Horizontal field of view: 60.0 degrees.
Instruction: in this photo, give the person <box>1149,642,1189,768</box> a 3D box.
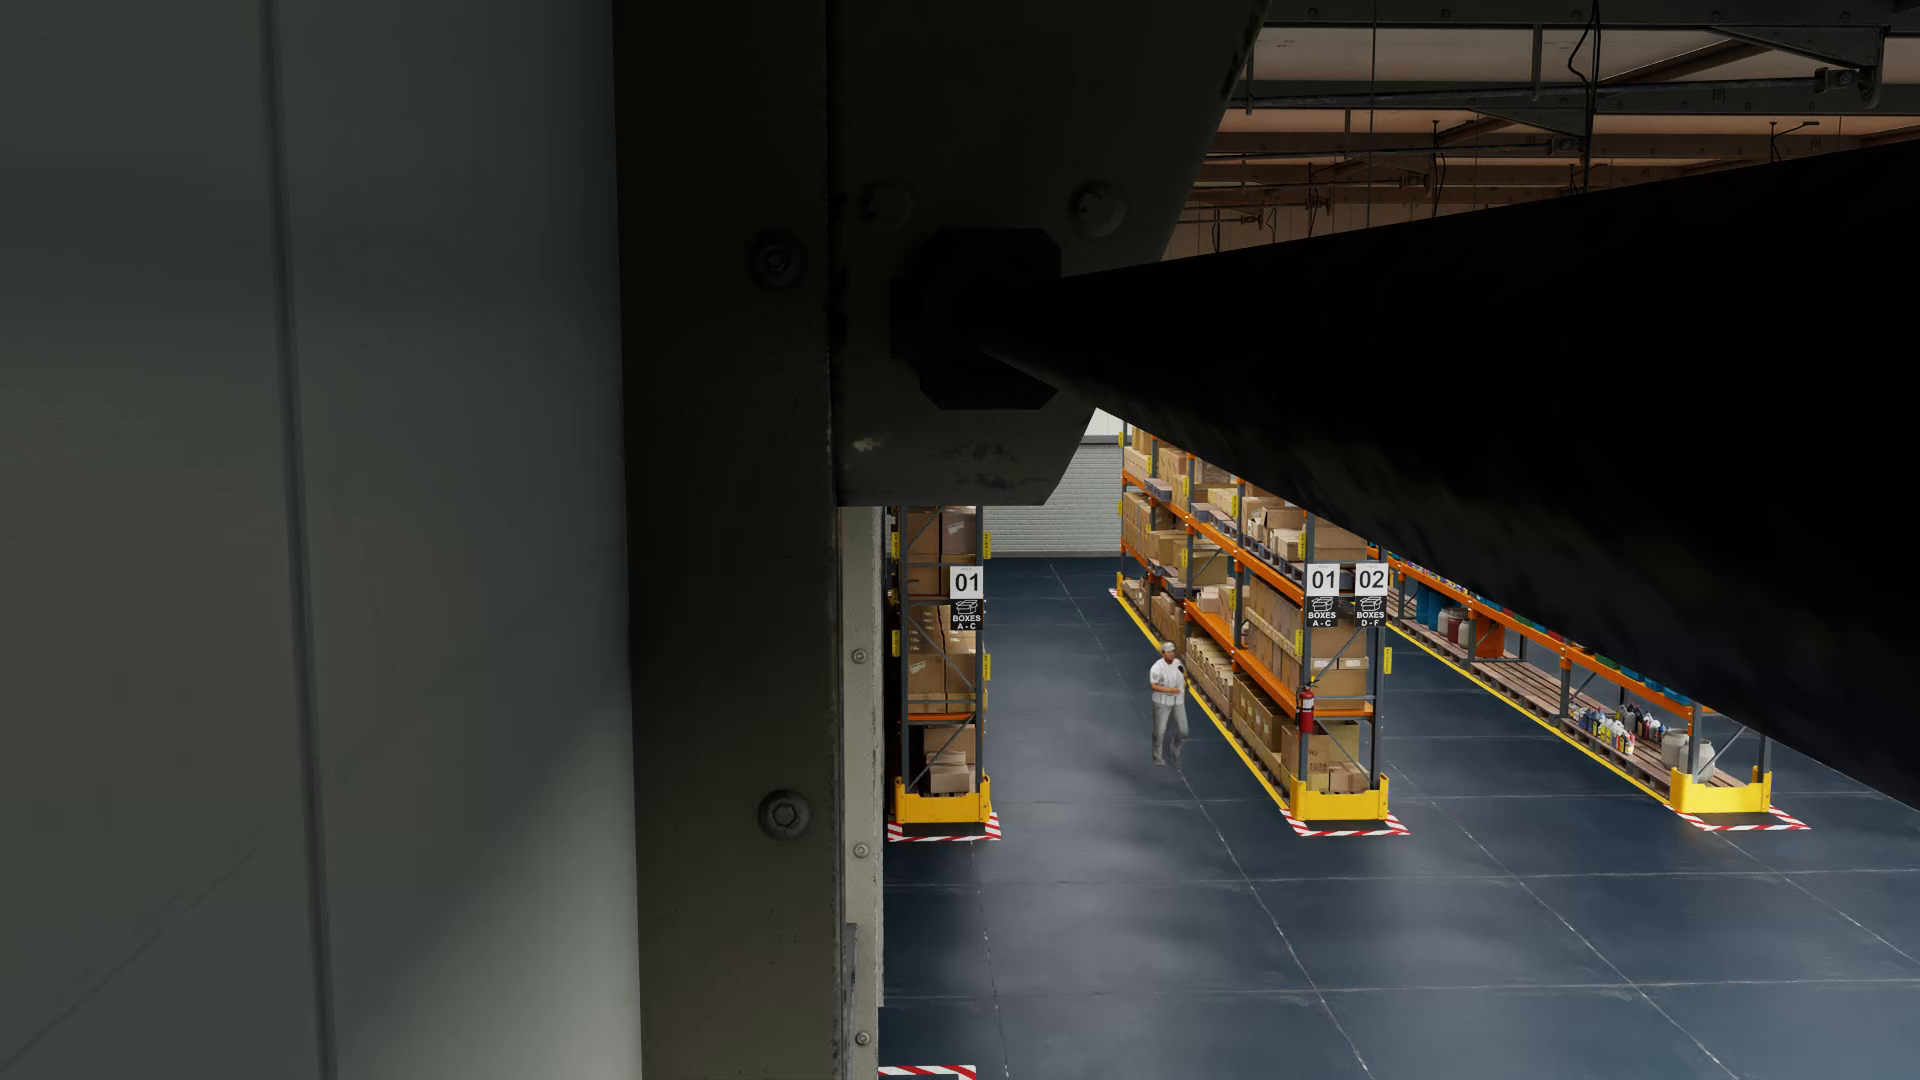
[{"bbox_3d":[2.783,2.193,21.878,0.608,1.716,0.612,-3,9,-21],"label":"person"}]
